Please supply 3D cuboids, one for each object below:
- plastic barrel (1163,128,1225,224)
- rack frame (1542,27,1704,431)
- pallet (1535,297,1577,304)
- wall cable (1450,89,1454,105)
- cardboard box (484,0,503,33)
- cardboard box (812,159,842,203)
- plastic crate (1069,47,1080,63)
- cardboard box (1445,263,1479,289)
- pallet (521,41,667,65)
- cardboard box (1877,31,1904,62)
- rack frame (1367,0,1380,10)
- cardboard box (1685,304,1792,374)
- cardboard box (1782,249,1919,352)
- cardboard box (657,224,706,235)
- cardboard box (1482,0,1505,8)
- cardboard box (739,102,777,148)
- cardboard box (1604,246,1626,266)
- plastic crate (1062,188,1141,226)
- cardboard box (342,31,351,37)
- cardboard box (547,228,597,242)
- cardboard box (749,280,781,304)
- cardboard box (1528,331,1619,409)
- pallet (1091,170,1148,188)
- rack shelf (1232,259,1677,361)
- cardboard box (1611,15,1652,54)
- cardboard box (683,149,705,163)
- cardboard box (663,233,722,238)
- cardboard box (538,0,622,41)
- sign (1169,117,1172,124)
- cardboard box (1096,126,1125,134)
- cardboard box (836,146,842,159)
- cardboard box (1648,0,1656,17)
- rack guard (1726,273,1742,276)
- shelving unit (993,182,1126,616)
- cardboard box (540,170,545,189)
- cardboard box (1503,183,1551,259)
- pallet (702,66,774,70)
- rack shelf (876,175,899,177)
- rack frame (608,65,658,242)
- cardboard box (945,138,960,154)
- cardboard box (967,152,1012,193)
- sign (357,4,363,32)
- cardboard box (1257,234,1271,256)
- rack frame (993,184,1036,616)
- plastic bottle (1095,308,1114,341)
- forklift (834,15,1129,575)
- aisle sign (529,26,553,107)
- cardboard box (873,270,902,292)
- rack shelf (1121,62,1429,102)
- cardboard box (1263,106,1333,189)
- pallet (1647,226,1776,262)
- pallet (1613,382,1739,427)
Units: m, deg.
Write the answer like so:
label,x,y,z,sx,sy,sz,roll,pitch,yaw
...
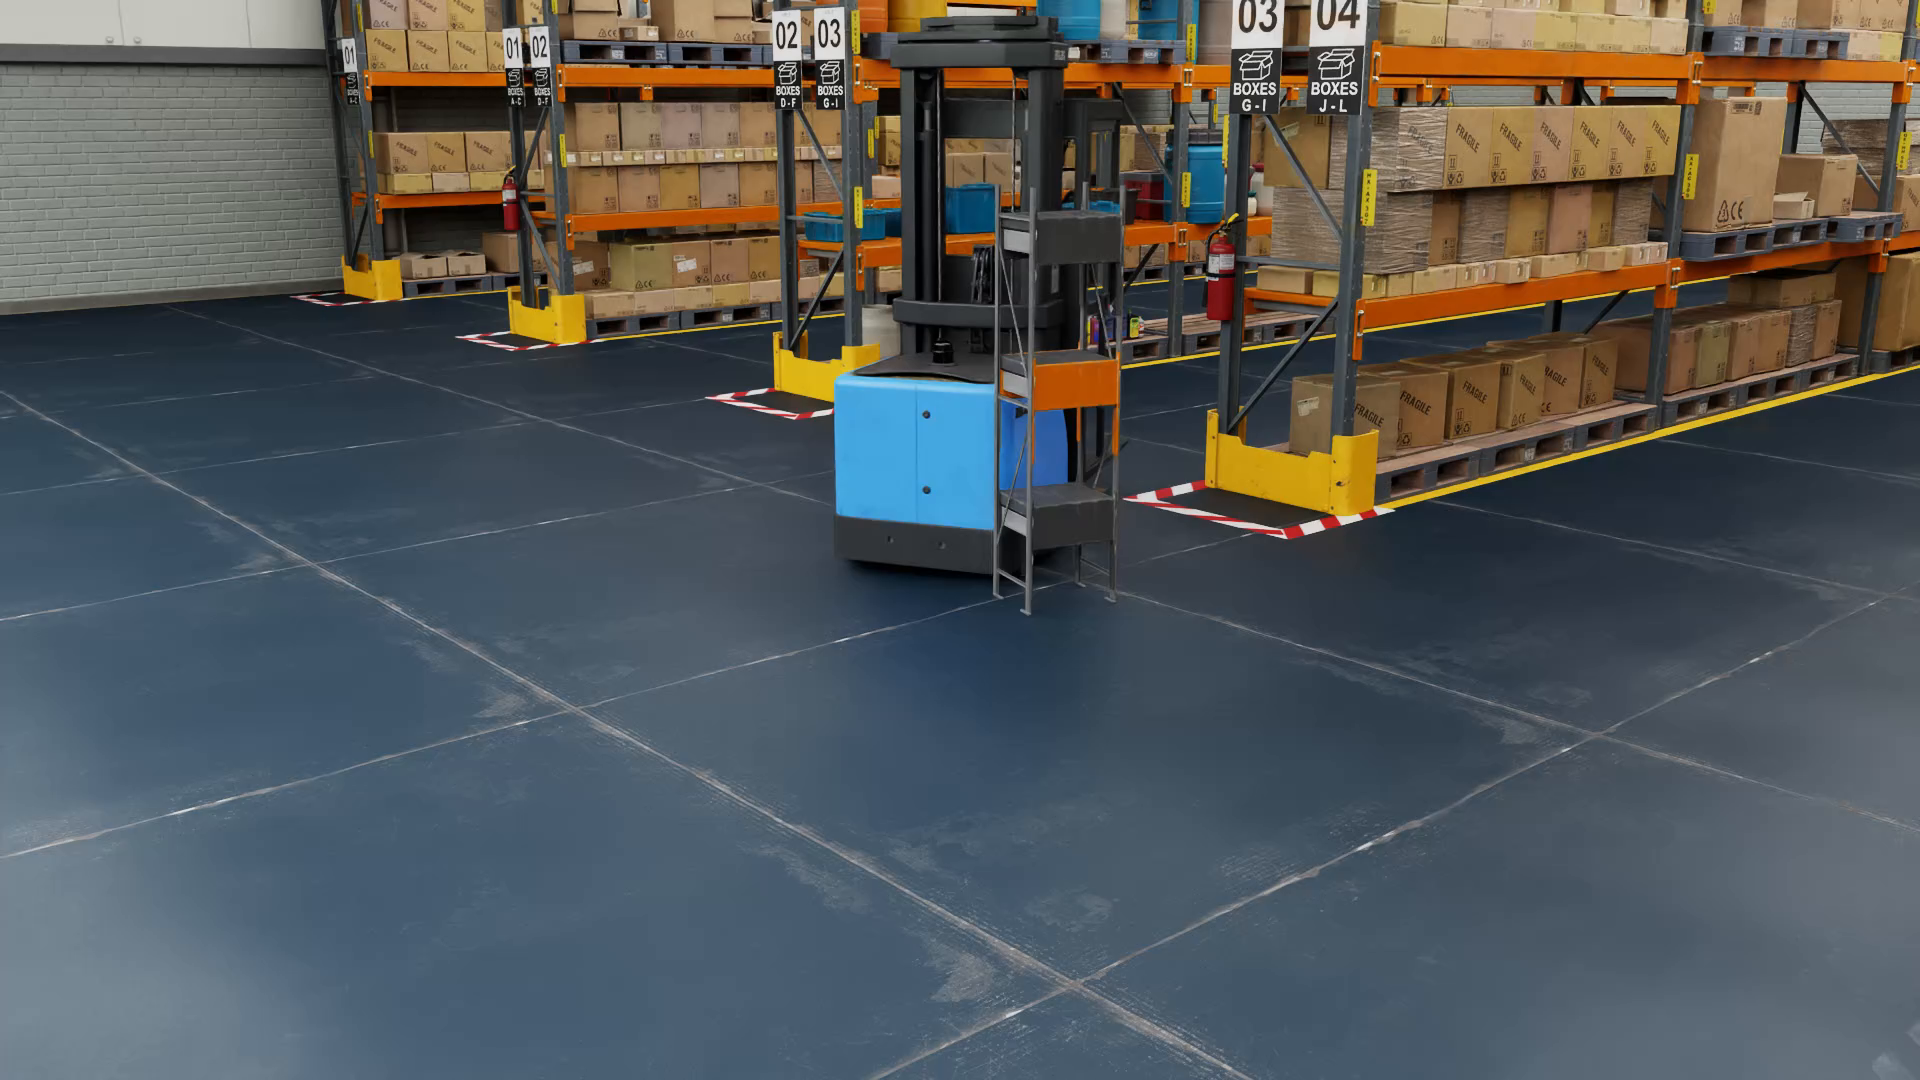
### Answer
label,x,y,z,sx,sy,sz,roll,pitch,yaw
plastic barrel,2.322,-3.610,16.480,0.708,0.901,0.600,-13,19,-39
rack frame,5.083,-2.397,12.911,0.127,3.000,1.000,-13,19,-39
pallet,7.258,-3.246,21.495,1.213,0.211,1.003,-13,19,-39
wall cable,8.883,-9.609,34.305,0.112,2.526,3.097,-13,19,-39
cardboard box,-6.360,-6.984,22.101,0.500,0.500,0.500,-13,20,-39
cardboard box,-1.747,-4.298,19.834,0.500,0.500,0.700,-13,20,-41
plastic crate,0.887,-4.332,14.855,0.396,0.136,0.243,-13,19,-39
cardboard box,3.205,-1.765,11.032,0.250,0.149,0.380,-13,19,-39
pallet,-3.884,-5.170,17.650,1.213,0.211,1.003,-13,19,-39
cardboard box,7.903,-4.323,14.599,0.500,0.250,0.500,-13,19,-39
rack frame,2.066,-4.618,9.600,0.127,3.000,1.000,-13,19,-39
cardboard box,6.775,-1.768,14.548,0.500,0.500,0.700,-11,18,-35
cardboard box,8.635,-2.364,16.090,0.875,0.875,1.225,-14,20,-42
cardboard box,-4.127,-4.423,24.486,0.500,0.500,0.700,-12,19,-38
cardboard box,3.232,-3.455,10.576,0.250,0.149,0.380,-13,20,-40
cardboard box,-2.506,-4.754,19.028,0.500,0.500,0.700,-13,20,-39
cardboard box,4.691,-2.111,12.326,0.250,0.149,0.380,-13,19,-39
plastic crate,1.354,-3.267,16.289,0.504,0.338,0.767,-13,19,-39
cardboard box,-7.540,-6.239,21.251,0.500,0.500,0.500,-11,18,-35
cardboard box,-5.428,-4.111,23.319,0.500,0.500,0.500,14,21,43
cardboard box,-2.374,-2.909,19.342,0.500,0.250,0.500,-13,19,-39
cardboard box,4.755,-1.332,12.954,0.500,0.500,0.500,-13,20,-41
pallet,2.066,-5.039,23.176,1.003,0.211,1.213,-13,19,-39
rack shelf,3.575,-1.710,11.735,4.000,0.370,1.077,-13,19,-39
cardboard box,4.510,-3.559,11.740,0.500,0.250,0.500,-12,19,-38
cardboard box,-3.026,-4.253,18.410,0.250,0.149,0.380,-13,20,-40
cardboard box,-3.102,-3.291,19.318,0.500,0.500,0.500,-13,19,-39
cardboard box,-3.998,-5.515,17.485,0.637,0.503,0.797,-11,18,-36
sign,4.022,-7.888,31.638,0.005,0.325,0.100,-13,19,-39
cardboard box,2.338,-7.001,29.567,0.700,0.700,0.980,-13,20,-41
cardboard box,-1.481,-4.600,19.708,0.250,0.149,0.380,-13,20,-39
cardboard box,4.766,-3.827,11.972,0.250,0.149,0.380,-12,19,-39
rack guard,10.894,-4.193,24.478,0.348,0.500,1.175,-13,19,-39
shelving unit,0.486,-0.707,8.330,0.503,2.100,0.431,-7,16,-24
cardboard box,-5.580,-4.917,22.596,0.500,0.250,0.500,-13,20,-40
cardboard box,3.588,-2.266,11.650,0.500,0.500,0.875,-13,19,-39
pallet,-3.355,-6.908,24.352,1.003,0.211,1.213,-13,19,-39
rack shelf,-0.145,-5.959,27.639,4.000,0.370,1.077,-13,19,-39
rack frame,-4.671,-5.290,23.741,0.127,3.000,1.000,-13,19,-39
cardboard box,-0.343,-6.372,26.985,0.500,0.500,0.500,-13,20,-40
cardboard box,0.346,-4.765,21.581,0.500,0.500,0.500,-14,20,-42
sign,-7.332,-6.378,20.309,0.005,0.325,0.100,-13,19,-39
cardboard box,4.434,-4.547,24.951,0.500,0.500,0.500,-13,20,-40
rack frame,0.265,-0.681,8.230,0.015,2.100,0.400,-7,16,-24
plastic bottle,1.391,-2.096,16.065,0.185,0.351,0.144,-14,20,-42
forklift,0.311,-1.567,9.937,1.130,2.935,3.031,6,16,20
aisle sign,-4.283,-4.834,16.996,0.004,0.787,0.394,-13,19,-39
cardboard box,-0.950,-3.221,20.509,0.500,0.250,0.500,-13,20,-41
rack shelf,3.341,-4.802,17.495,4.000,0.370,1.077,-13,19,-39
cardboard box,2.319,-2.536,10.722,0.500,0.500,0.500,-13,19,-39
pallet,5.756,-2.405,13.314,1.213,0.211,1.003,-13,19,-39
pallet,5.670,-1.182,13.765,1.213,0.211,1.003,-13,19,-39
